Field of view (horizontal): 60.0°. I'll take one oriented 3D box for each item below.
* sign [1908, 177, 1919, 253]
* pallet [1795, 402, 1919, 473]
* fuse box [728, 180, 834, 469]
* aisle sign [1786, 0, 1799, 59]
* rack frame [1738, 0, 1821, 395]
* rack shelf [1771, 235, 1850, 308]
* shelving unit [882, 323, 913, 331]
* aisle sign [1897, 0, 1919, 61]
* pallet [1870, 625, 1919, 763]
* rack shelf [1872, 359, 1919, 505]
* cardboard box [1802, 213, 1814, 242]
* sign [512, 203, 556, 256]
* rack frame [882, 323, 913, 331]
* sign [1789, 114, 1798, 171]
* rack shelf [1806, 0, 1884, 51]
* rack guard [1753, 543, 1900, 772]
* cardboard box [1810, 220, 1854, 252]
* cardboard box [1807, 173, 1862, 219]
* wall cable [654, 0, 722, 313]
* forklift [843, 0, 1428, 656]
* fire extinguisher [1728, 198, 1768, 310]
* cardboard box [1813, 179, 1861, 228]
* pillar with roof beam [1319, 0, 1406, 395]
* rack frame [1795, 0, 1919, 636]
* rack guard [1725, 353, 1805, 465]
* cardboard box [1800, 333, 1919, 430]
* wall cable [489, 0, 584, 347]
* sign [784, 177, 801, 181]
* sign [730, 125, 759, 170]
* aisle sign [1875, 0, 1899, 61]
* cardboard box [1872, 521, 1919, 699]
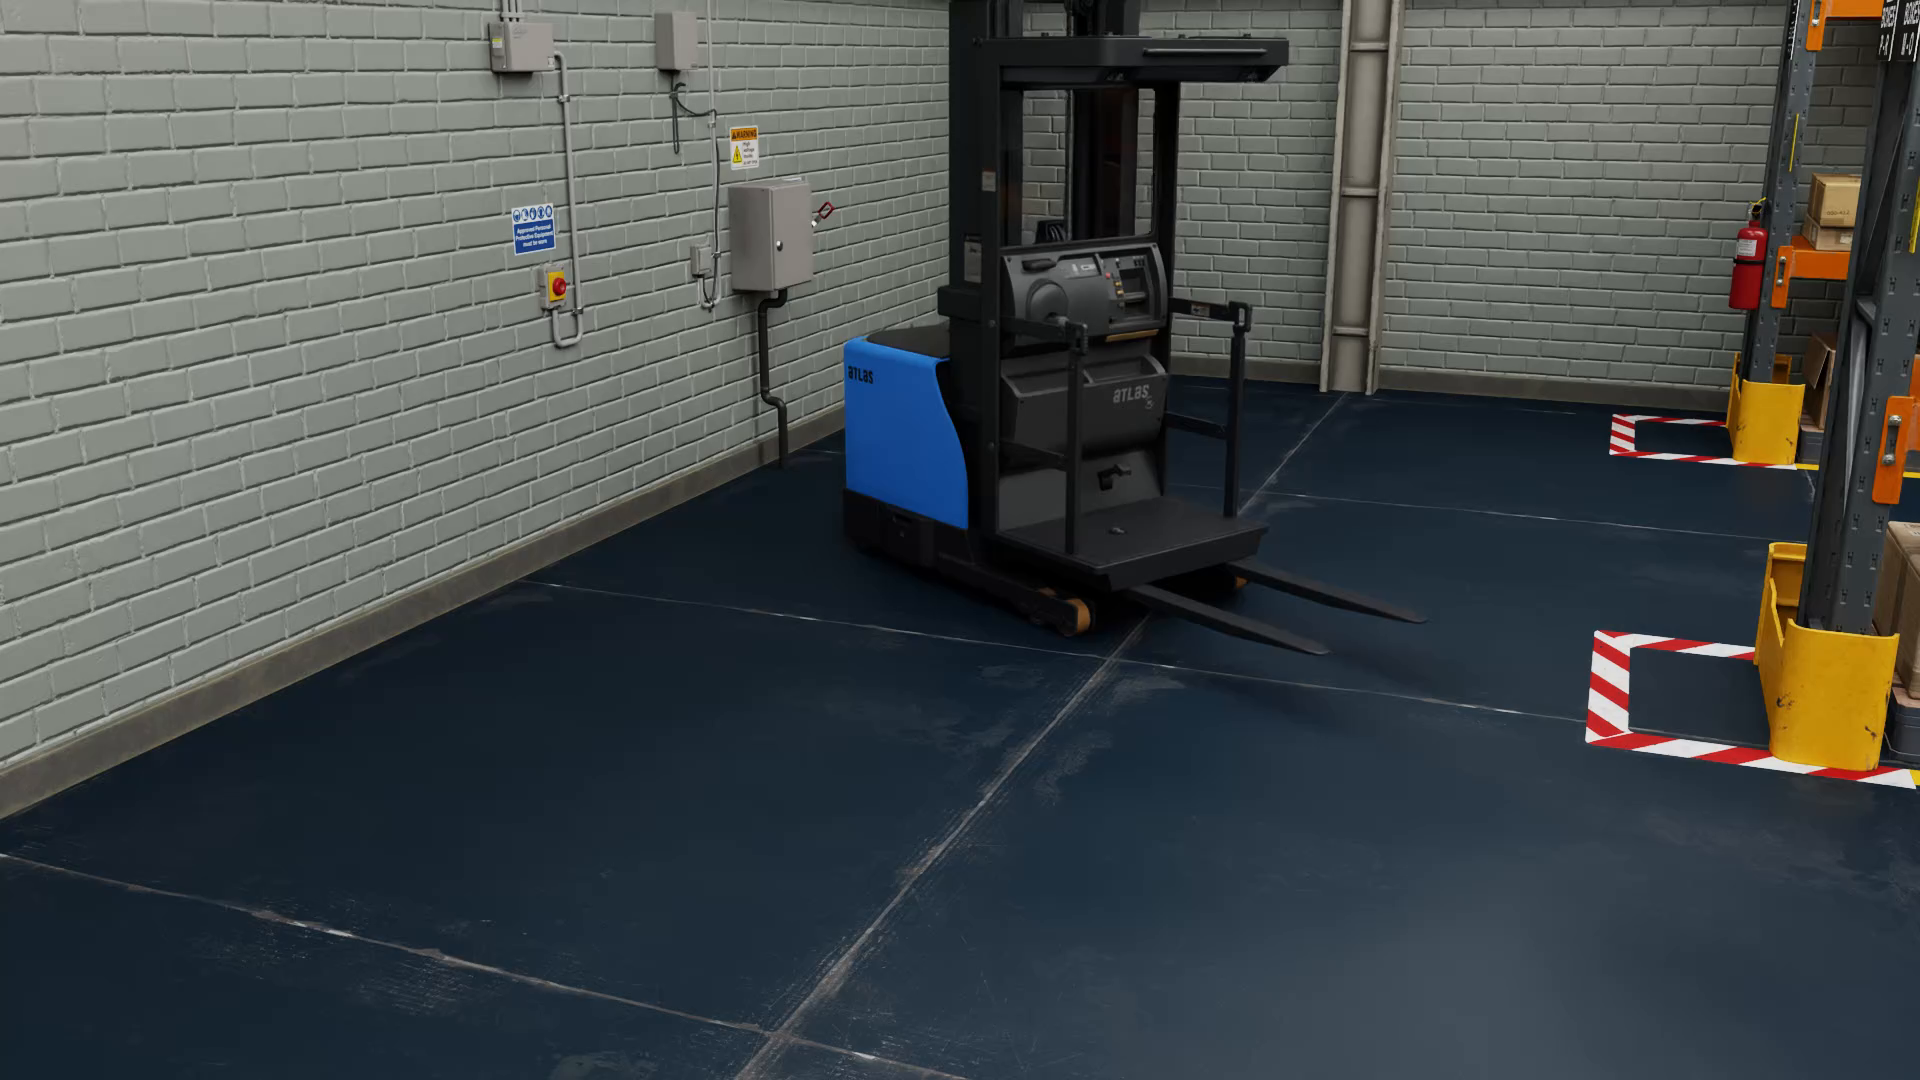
[{"bbox_3d":[3.096,-1.094,5.368,0.005,0.325,0.100,6,17,21],"label":"sign"},{"bbox_3d":[5.936,-0.643,10.511,1.213,0.211,1.003,6,17,21],"label":"pallet"},{"bbox_3d":[-1.042,-1.266,9.964,0.414,1.711,0.539,6,17,21],"label":"fuse box"},{"bbox_3d":[4.952,-3.251,9.828,0.004,0.787,0.394,6,17,21],"label":"aisle sign"},{"bbox_3d":[5.123,-2.072,10.429,0.127,3.000,1.000,6,17,21],"label":"rack frame"},{"bbox_3d":[6.983,-1.521,9.825,4.000,0.370,1.077,6,17,21],"label":"rack shelf"},{"bbox_3d":[-0.255,-0.613,8.901,0.215,1.050,0.252,-12,20,-36],"label":"shelving unit"},{"bbox_3d":[3.132,-1.964,5.397,0.004,0.787,0.394,6,17,21],"label":"aisle sign"},{"bbox_3d":[4.078,0.617,6.170,1.213,0.211,1.003,6,17,21],"label":"pallet"},{"bbox_3d":[5.166,-0.234,5.389,4.000,0.370,1.077,6,17,21],"label":"rack shelf"},{"bbox_3d":[5.530,-1.987,10.587,0.250,0.149,0.380,6,17,20],"label":"cardboard box"},{"bbox_3d":[-2.024,-1.478,7.900,0.001,0.218,0.327,6,17,21],"label":"sign"},{"bbox_3d":[-0.330,-0.640,8.993,0.200,1.050,0.008,-12,20,-36],"label":"rack frame"},{"bbox_3d":[4.924,-2.347,9.824,0.005,0.325,0.100,6,17,21],"label":"sign"},{"bbox_3d":[6.983,-2.962,9.406,4.000,0.370,1.077,6,17,21],"label":"rack shelf"},{"bbox_3d":[3.283,0.414,6.350,0.348,0.500,1.175,6,17,21],"label":"rack guard"},{"bbox_3d":[5.328,-1.846,10.103,0.250,0.149,0.380,6,17,20],"label":"cardboard box"},{"bbox_3d":[5.648,-2.164,10.483,0.500,0.250,0.500,7,18,22],"label":"cardboard box"},{"bbox_3d":[-1.439,-2.211,9.089,0.122,1.984,0.588,6,17,21],"label":"wall cable"},{"bbox_3d":[0.708,-1.144,7.357,1.130,2.935,3.031,-12,20,-36],"label":"forklift"},{"bbox_3d":[4.816,-1.750,10.131,0.183,0.674,0.296,6,17,21],"label":"fire extinguisher"},{"bbox_3d":[5.446,-2.026,10.008,0.500,0.250,0.500,6,17,21],"label":"cardboard box"},{"bbox_3d":[1.366,-4.346,7.502,0.400,9.000,9.100,6,17,21],"label":"pillar with roof beam"},{"bbox_3d":[3.305,-0.784,5.993,0.127,3.000,1.000,6,17,21],"label":"rack frame"},{"bbox_3d":[5.194,-0.863,10.751,0.348,0.500,1.175,6,17,21],"label":"rack guard"},{"bbox_3d":[5.657,-0.987,10.418,0.637,0.503,0.797,6,17,18],"label":"cardboard box"},{"bbox_3d":[-1.949,-1.858,7.813,0.123,1.953,0.585,6,17,21],"label":"wall cable"},{"bbox_3d":[-1.054,-1.988,10.312,0.001,0.494,0.329,6,17,21],"label":"sign"},{"bbox_3d":[-1.255,-2.288,9.693,0.001,0.242,0.339,6,17,21],"label":"sign"},{"bbox_3d":[3.352,-2.120,5.933,0.004,0.787,0.394,6,17,21],"label":"aisle sign"},{"bbox_3d":[3.956,0.287,6.149,0.875,0.438,0.875,6,17,19],"label":"cardboard box"}]
